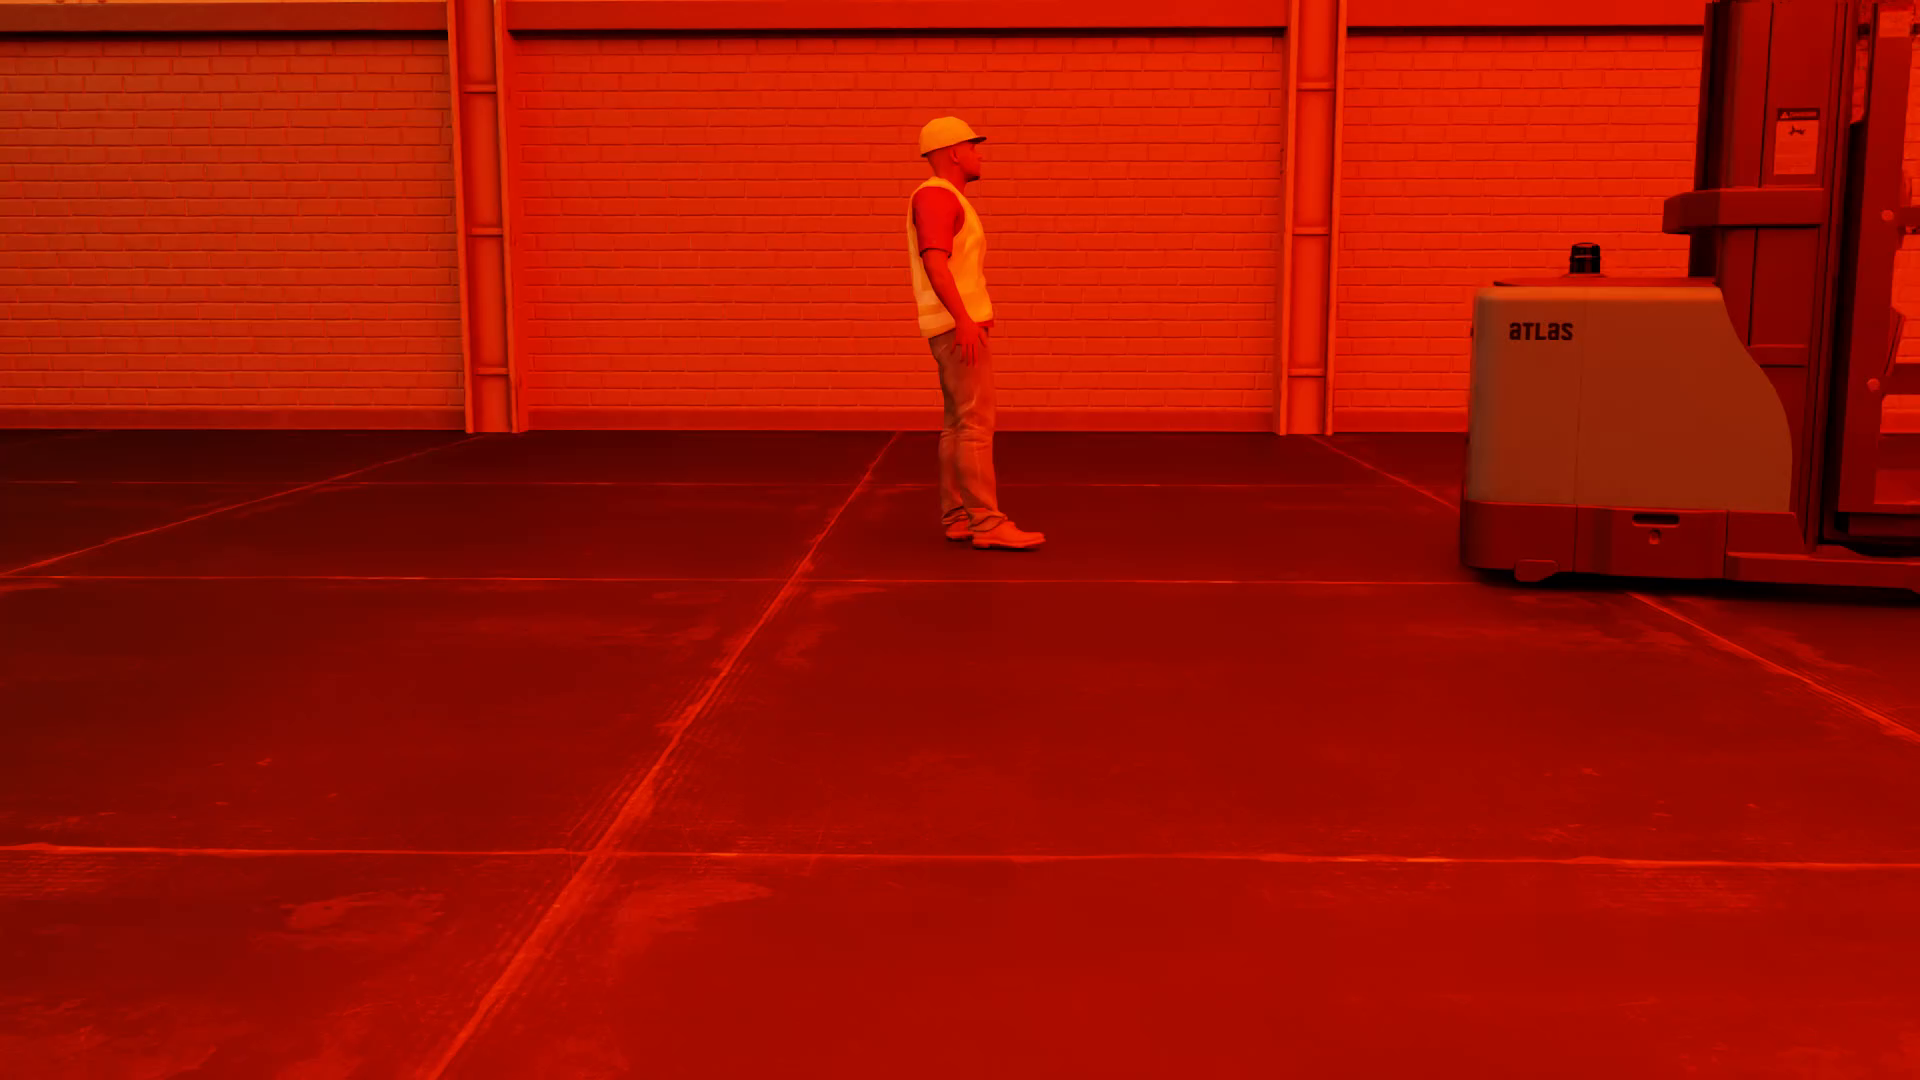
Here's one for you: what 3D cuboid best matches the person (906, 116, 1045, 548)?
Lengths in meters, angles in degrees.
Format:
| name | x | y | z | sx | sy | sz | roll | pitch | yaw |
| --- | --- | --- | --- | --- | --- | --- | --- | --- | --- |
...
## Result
| name | x | y | z | sx | sy | sz | roll | pitch | yaw |
| --- | --- | --- | --- | --- | --- | --- | --- | --- | --- |
| person | 0.069 | -0.879 | 6.985 | 0.577 | 1.765 | 0.665 | 0 | 9 | 1 |

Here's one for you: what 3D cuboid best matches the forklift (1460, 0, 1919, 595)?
| name | x | y | z | sx | sy | sz | roll | pitch | yaw |
| --- | --- | --- | --- | --- | --- | --- | --- | --- | --- |
| forklift | 3.410 | -1.290 | 5.868 | 3.031 | 2.935 | 1.130 | 3 | 9 | 16 |
